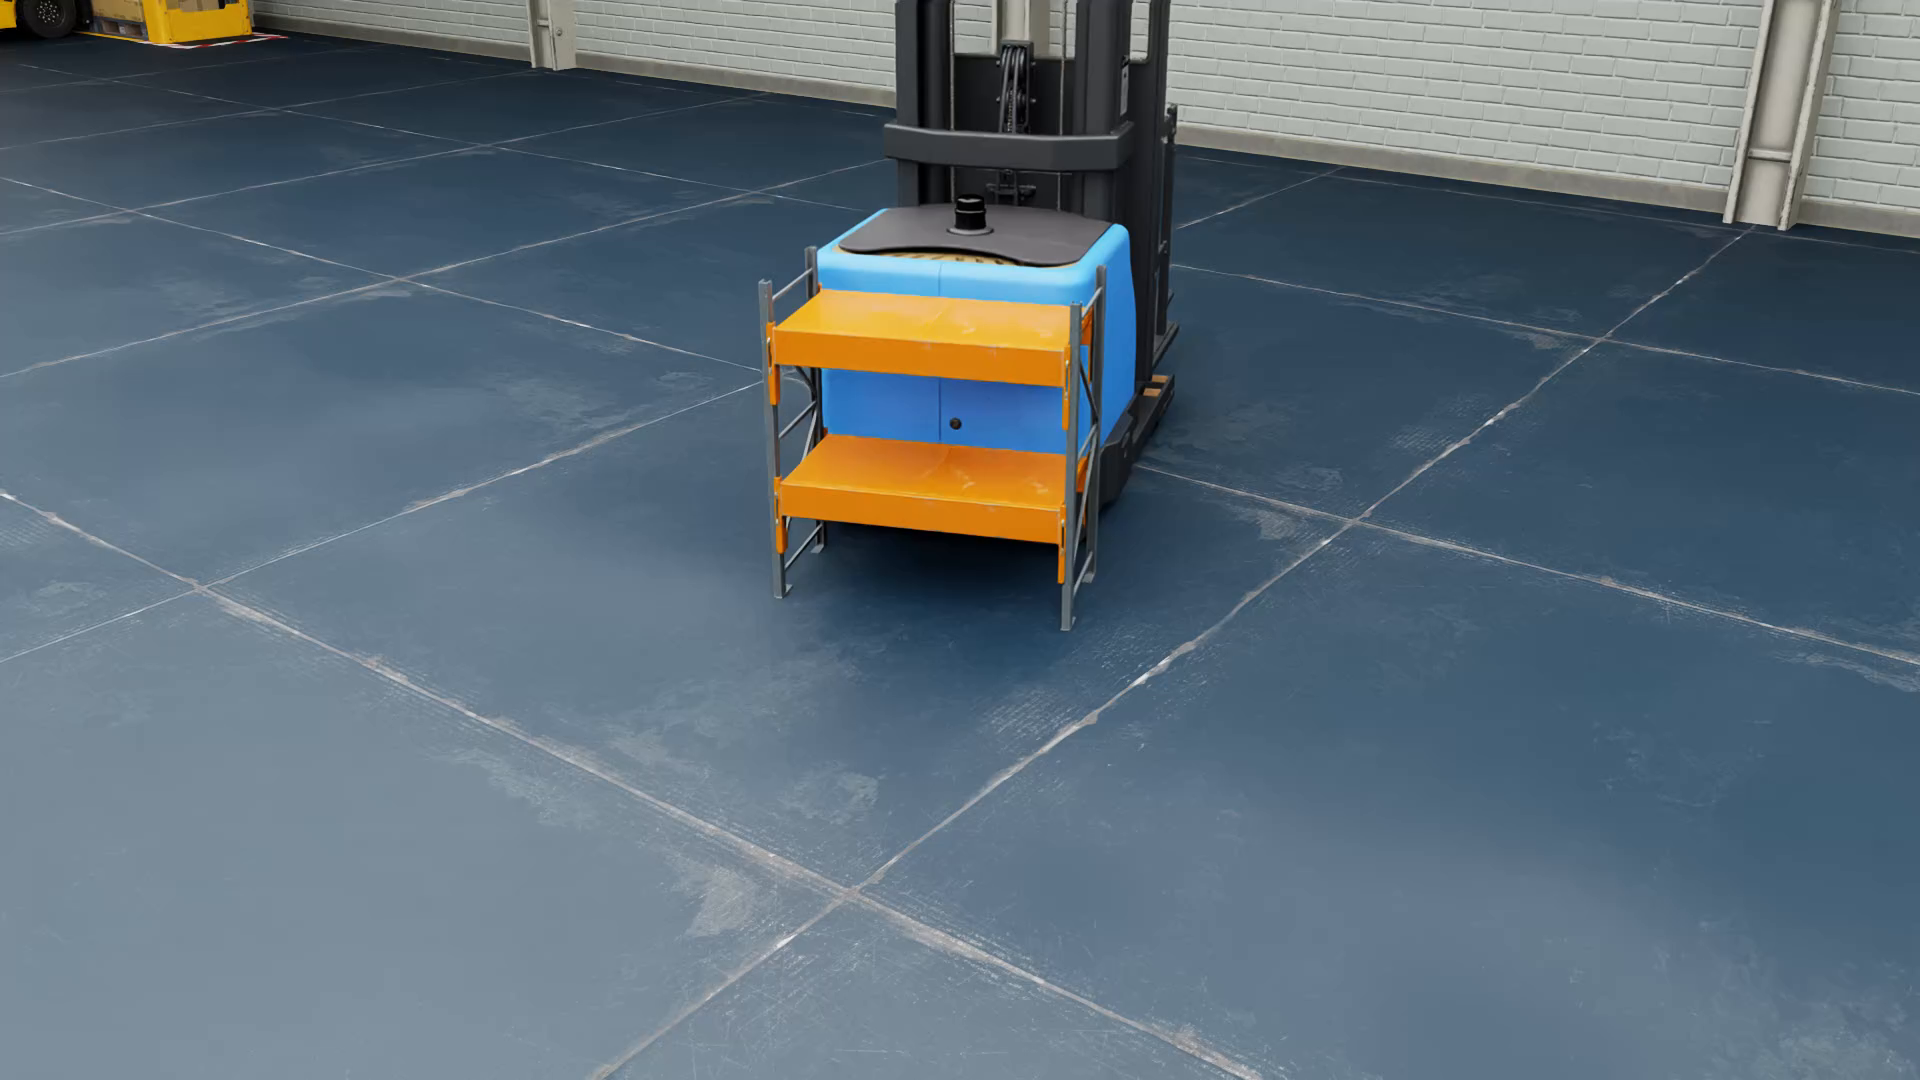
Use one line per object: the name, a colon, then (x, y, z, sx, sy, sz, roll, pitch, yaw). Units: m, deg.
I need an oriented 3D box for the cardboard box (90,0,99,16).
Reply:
cardboard box: (-10.428, -6.570, 20.331, 0.500, 0.250, 0.500, 17, 29, 34)

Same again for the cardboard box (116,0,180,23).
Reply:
cardboard box: (-9.641, -6.323, 19.770, 0.500, 0.250, 0.500, 17, 29, 34)

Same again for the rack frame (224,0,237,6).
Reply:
rack frame: (-9.076, -7.377, 19.273, 0.127, 3.000, 1.000, 17, 29, 33)

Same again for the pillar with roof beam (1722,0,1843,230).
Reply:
pillar with roof beam: (2.729, -4.840, 6.074, 0.400, 9.000, 9.100, 17, 29, 33)

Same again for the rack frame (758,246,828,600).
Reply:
rack frame: (-0.571, -0.407, 5.778, 0.032, 1.125, 0.500, 6, 24, 13)

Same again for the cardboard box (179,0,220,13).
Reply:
cardboard box: (-9.352, -6.493, 20.156, 0.500, 0.250, 0.500, 17, 29, 34)

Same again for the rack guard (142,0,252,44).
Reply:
rack guard: (-9.057, -6.228, 19.764, 0.348, 0.500, 1.175, 17, 29, 33)

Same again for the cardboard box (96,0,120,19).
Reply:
cardboard box: (-10.034, -6.446, 20.049, 0.500, 0.250, 0.500, 17, 29, 33)

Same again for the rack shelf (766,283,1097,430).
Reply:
rack shelf: (-0.079, -0.624, 5.545, 1.000, 0.278, 0.538, 6, 24, 13)

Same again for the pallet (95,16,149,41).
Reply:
pallet: (-9.713, -6.273, 20.225, 1.213, 0.211, 1.003, 17, 29, 33)

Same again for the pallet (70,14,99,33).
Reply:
pallet: (-10.685, -6.568, 20.895, 1.213, 0.211, 1.003, 17, 29, 33)

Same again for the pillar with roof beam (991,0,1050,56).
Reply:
pillar with roof beam: (-2.072, -6.291, 9.367, 0.400, 9.000, 9.100, 17, 29, 33)

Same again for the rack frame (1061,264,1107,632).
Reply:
rack frame: (0.414, -0.305, 5.548, 0.032, 1.125, 0.500, 6, 24, 13)

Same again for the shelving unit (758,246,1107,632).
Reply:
shelving unit: (-0.079, -0.356, 5.663, 1.048, 1.125, 0.538, 6, 24, 13)

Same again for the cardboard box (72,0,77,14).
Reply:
cardboard box: (-10.857, -6.688, 20.599, 0.500, 0.250, 0.500, 18, 29, 35)

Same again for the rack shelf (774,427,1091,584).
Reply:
rack shelf: (-0.079, -0.132, 5.761, 1.000, 0.278, 0.538, 6, 24, 13)

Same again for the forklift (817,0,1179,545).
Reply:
forklift: (0.353, -1.890, 6.904, 1.130, 2.935, 3.031, 7, 25, 15)

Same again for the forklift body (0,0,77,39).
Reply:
forklift body: (-11.687, -6.859, 19.149, 1.214, 2.155, 2.313, 17, 29, 33)

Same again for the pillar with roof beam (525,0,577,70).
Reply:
pillar with roof beam: (-6.873, -7.742, 12.660, 0.400, 9.000, 9.100, 17, 29, 33)

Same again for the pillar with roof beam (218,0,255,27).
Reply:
pillar with roof beam: (-11.674, -9.193, 15.953, 0.400, 9.000, 9.100, 17, 29, 33)
